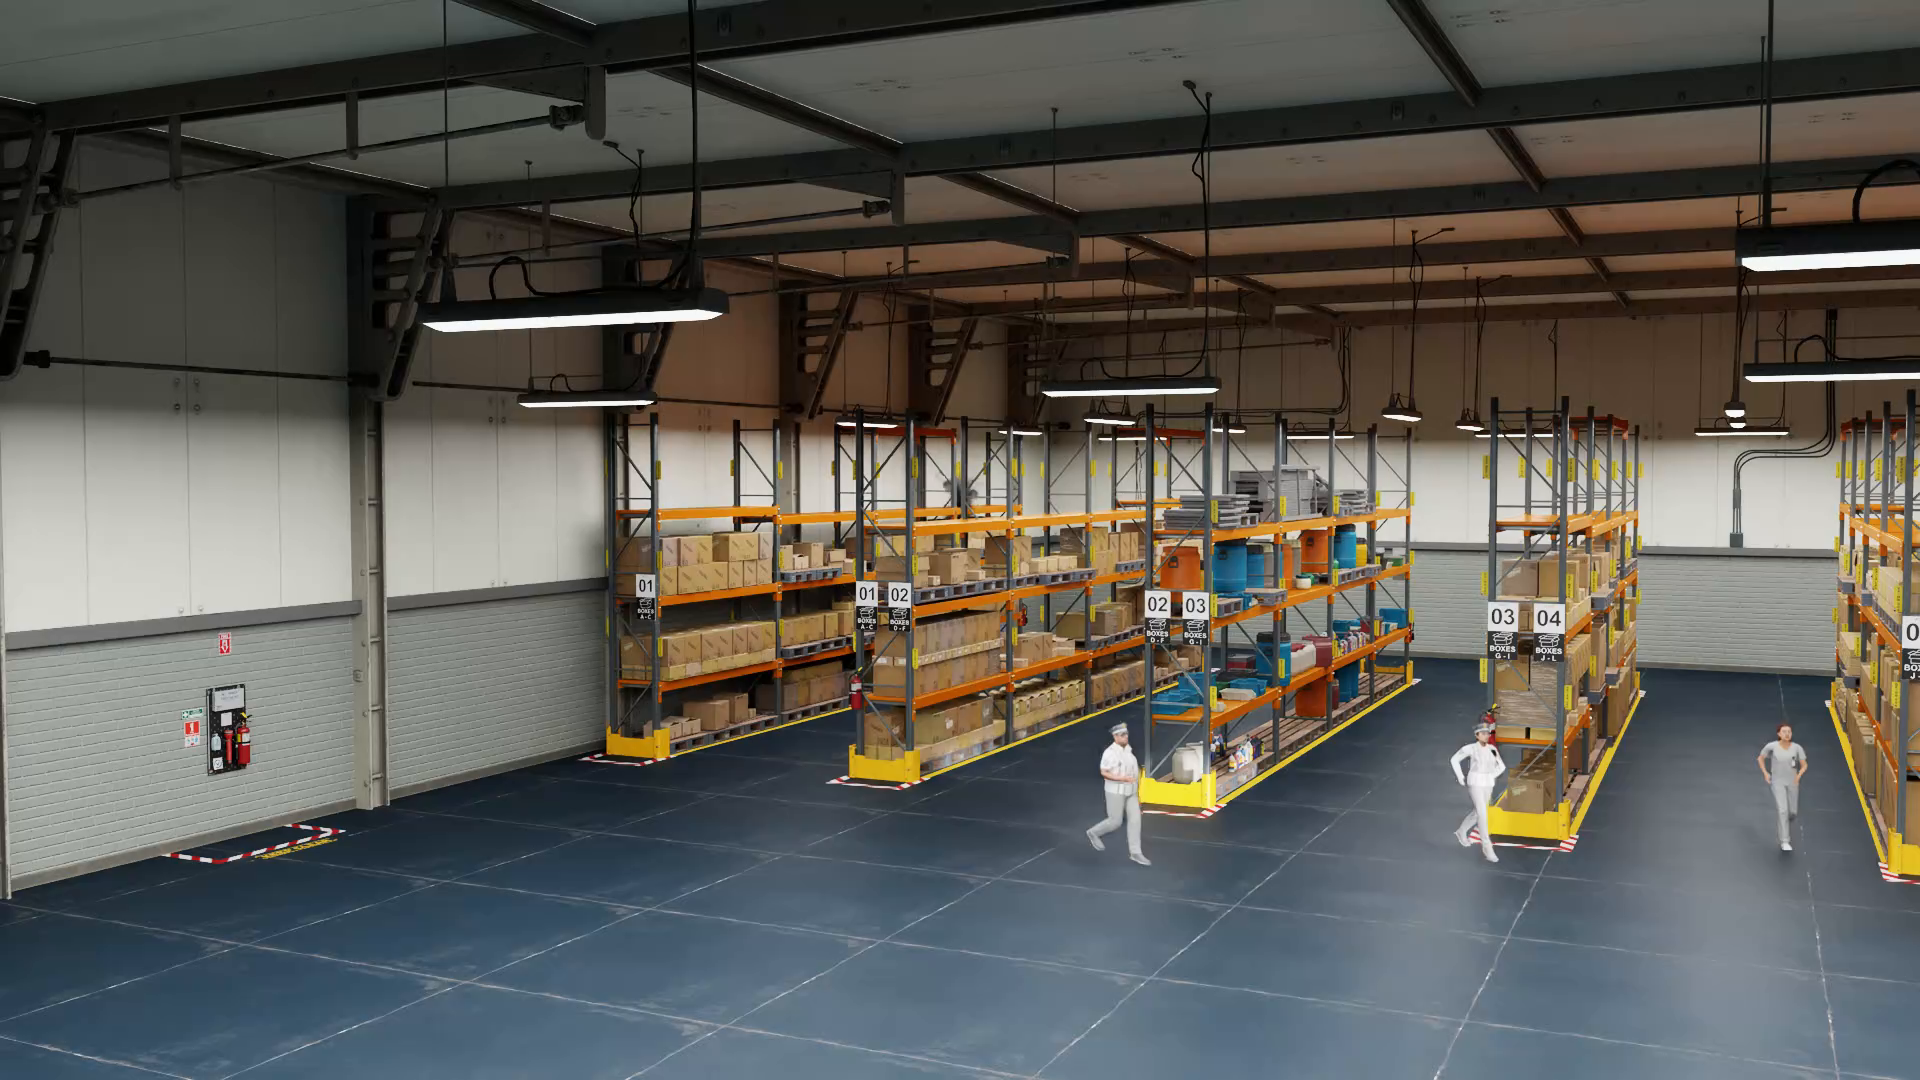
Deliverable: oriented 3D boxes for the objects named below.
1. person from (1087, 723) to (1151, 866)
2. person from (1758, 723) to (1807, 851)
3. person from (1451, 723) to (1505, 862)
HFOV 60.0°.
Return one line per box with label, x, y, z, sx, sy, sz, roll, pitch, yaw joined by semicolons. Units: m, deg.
person;2.046;3.216;21.244;0.664;1.780;0.954;-2;3;-45
person;10.921;3.240;22.090;0.585;1.652;0.768;1;2;14
person;6.804;3.239;21.667;0.659;1.728;0.861;-1;3;-23
